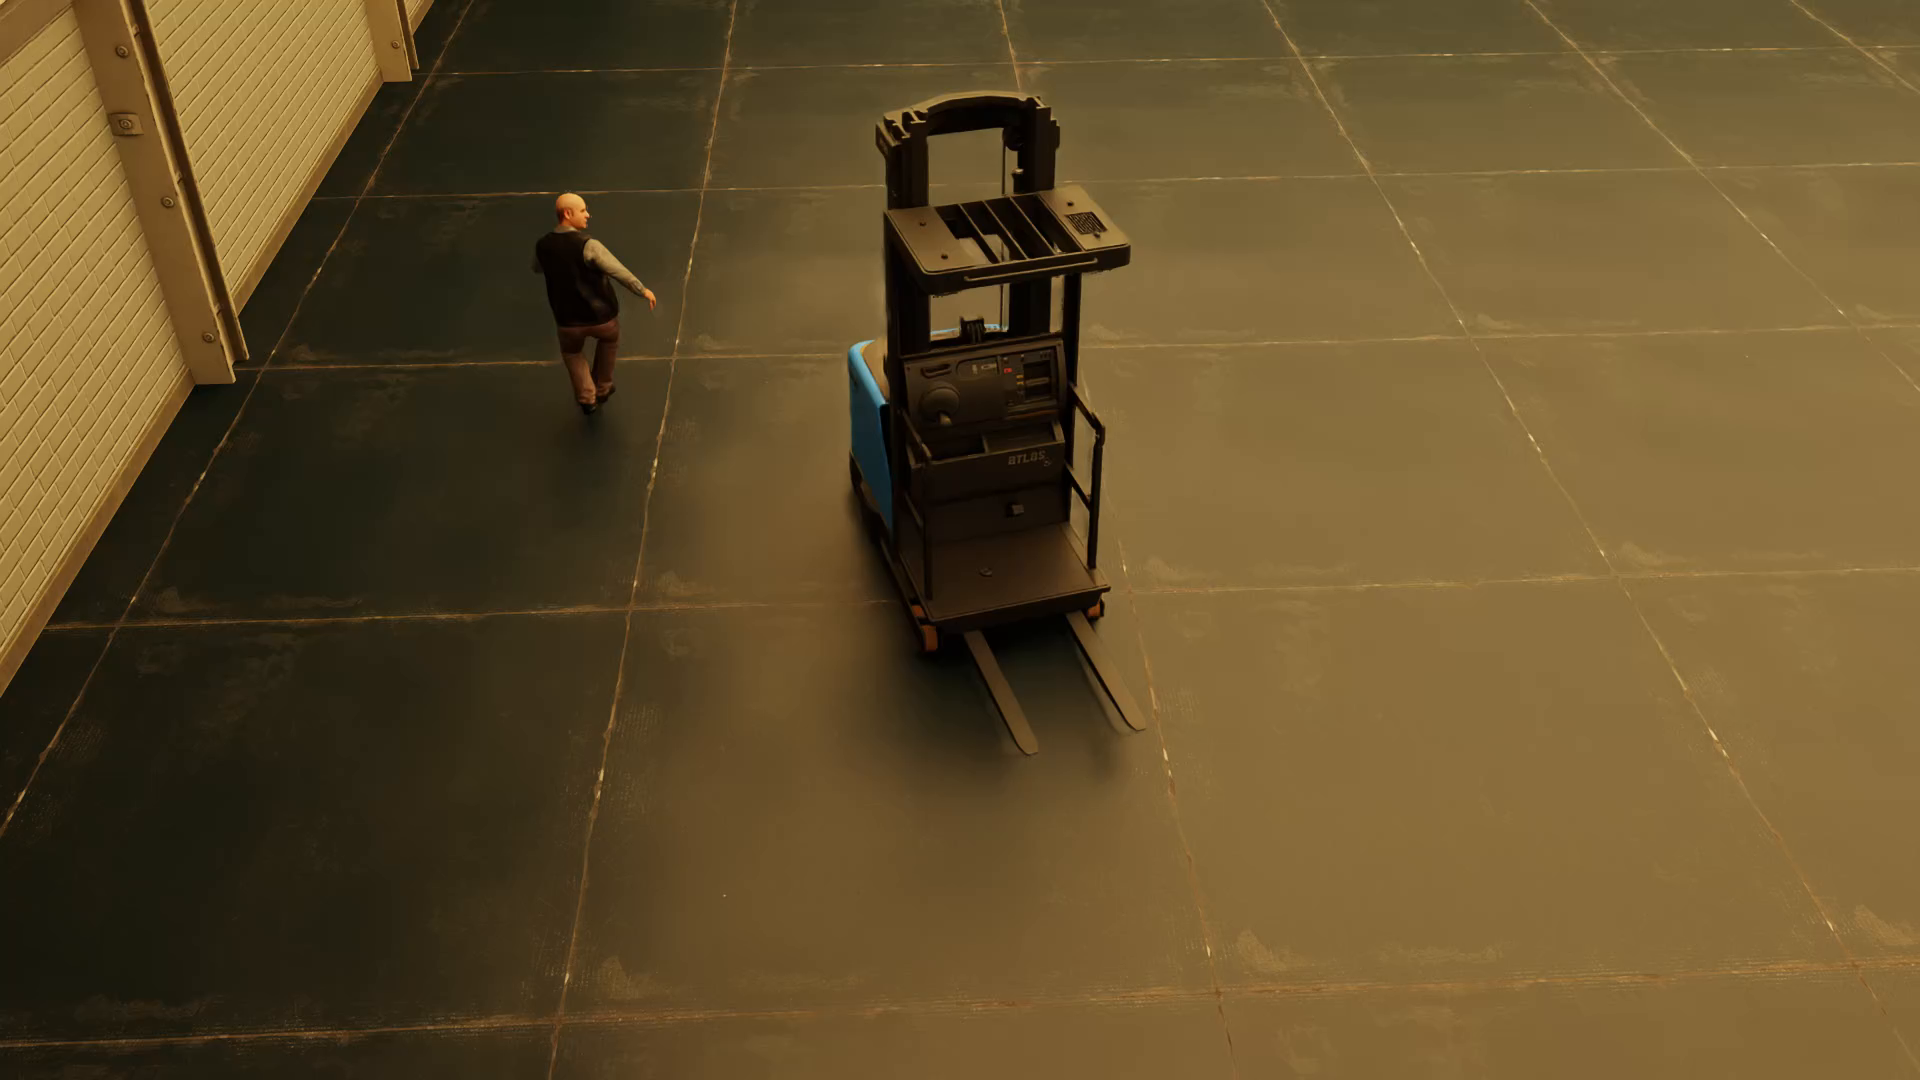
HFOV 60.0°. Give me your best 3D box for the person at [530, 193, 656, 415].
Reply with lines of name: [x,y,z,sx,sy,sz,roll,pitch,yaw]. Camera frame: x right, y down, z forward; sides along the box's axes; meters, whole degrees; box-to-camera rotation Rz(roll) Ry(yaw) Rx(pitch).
person: [-2.496,-1.638,11.395,0.849,1.599,0.805,1,36,1]

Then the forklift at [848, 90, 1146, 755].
forklift: [0.211,-0.802,9.112,1.130,2.935,3.031,-10,37,-14]
